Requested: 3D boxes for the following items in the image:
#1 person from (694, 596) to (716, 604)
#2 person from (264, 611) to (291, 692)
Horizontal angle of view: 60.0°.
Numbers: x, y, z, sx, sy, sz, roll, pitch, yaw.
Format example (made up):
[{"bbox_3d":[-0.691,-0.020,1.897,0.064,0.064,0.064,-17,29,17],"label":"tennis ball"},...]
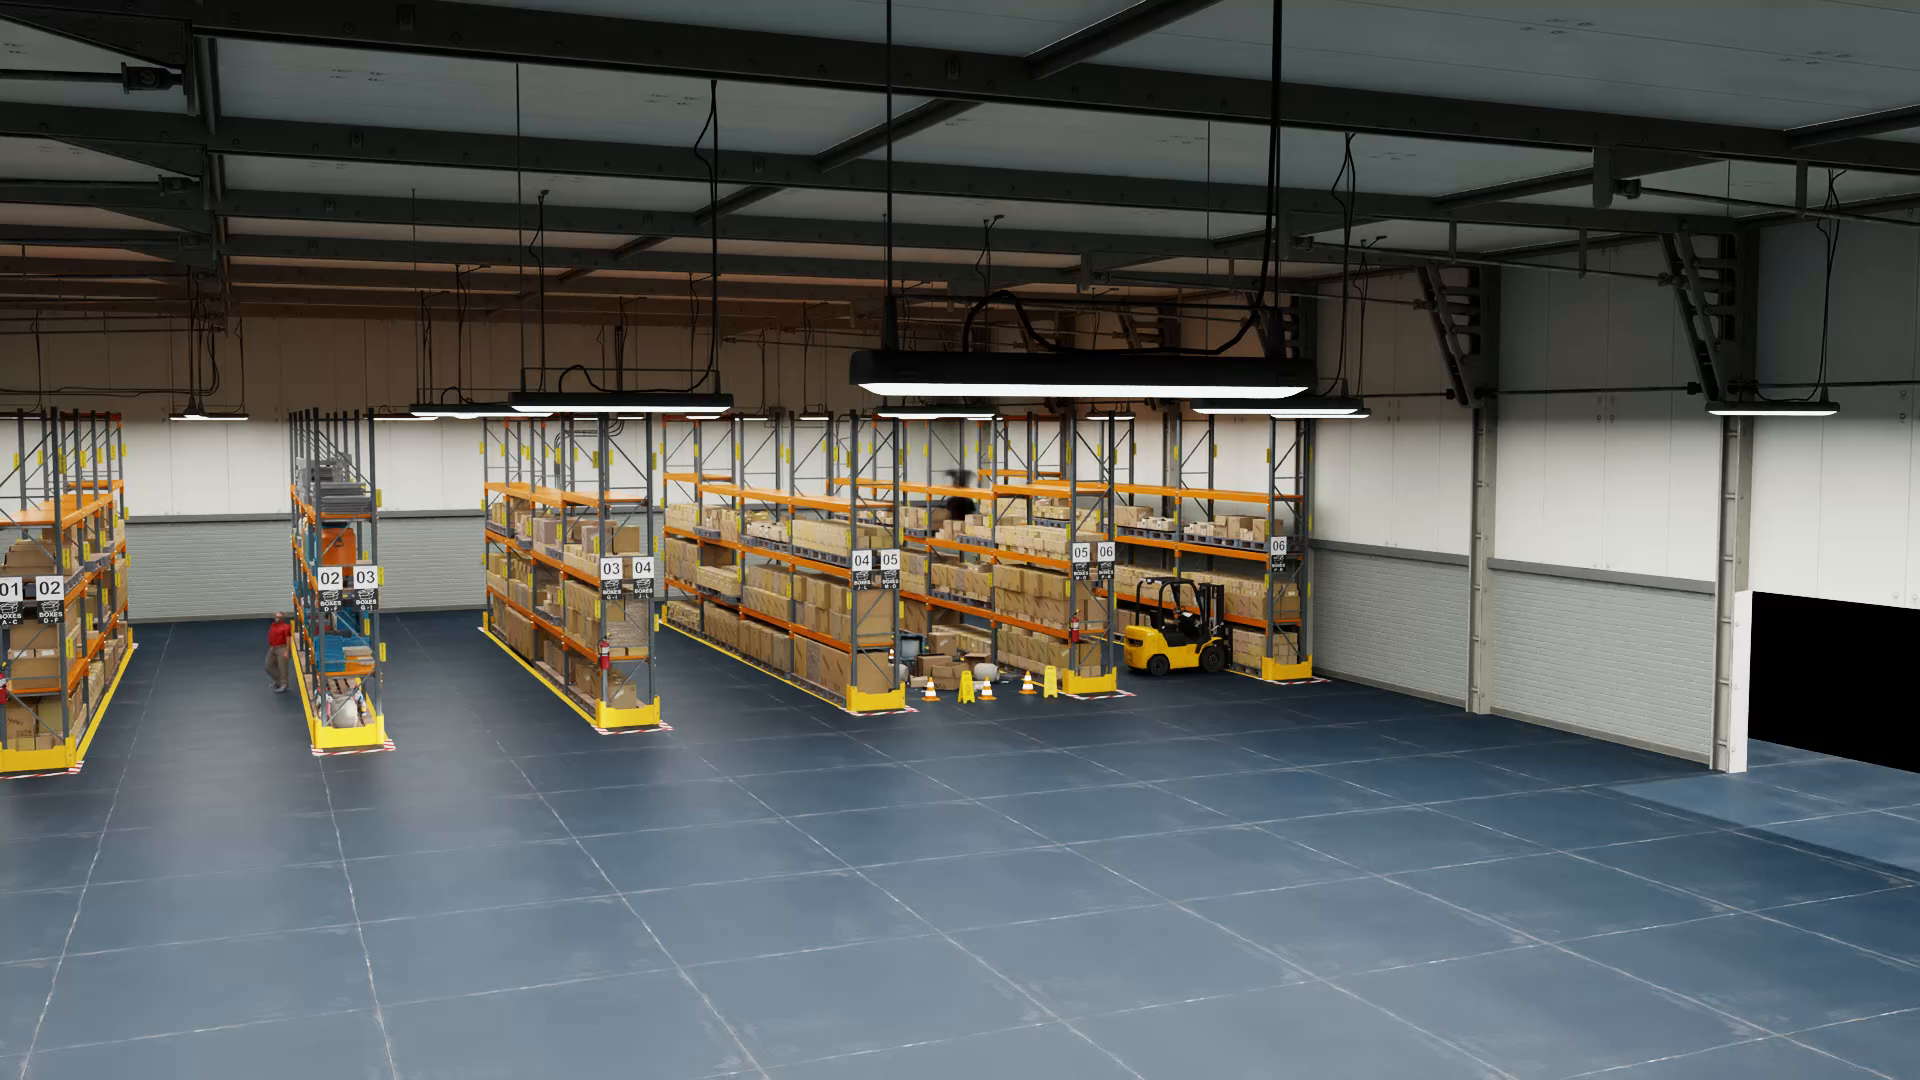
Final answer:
[{"bbox_3d":[-7.578,1.399,49.221,0.973,1.727,0.621,-1,4,-18],"label":"person"},{"bbox_3d":[-14.534,2.368,35.482,0.629,1.718,0.470,1,4,17],"label":"person"}]
